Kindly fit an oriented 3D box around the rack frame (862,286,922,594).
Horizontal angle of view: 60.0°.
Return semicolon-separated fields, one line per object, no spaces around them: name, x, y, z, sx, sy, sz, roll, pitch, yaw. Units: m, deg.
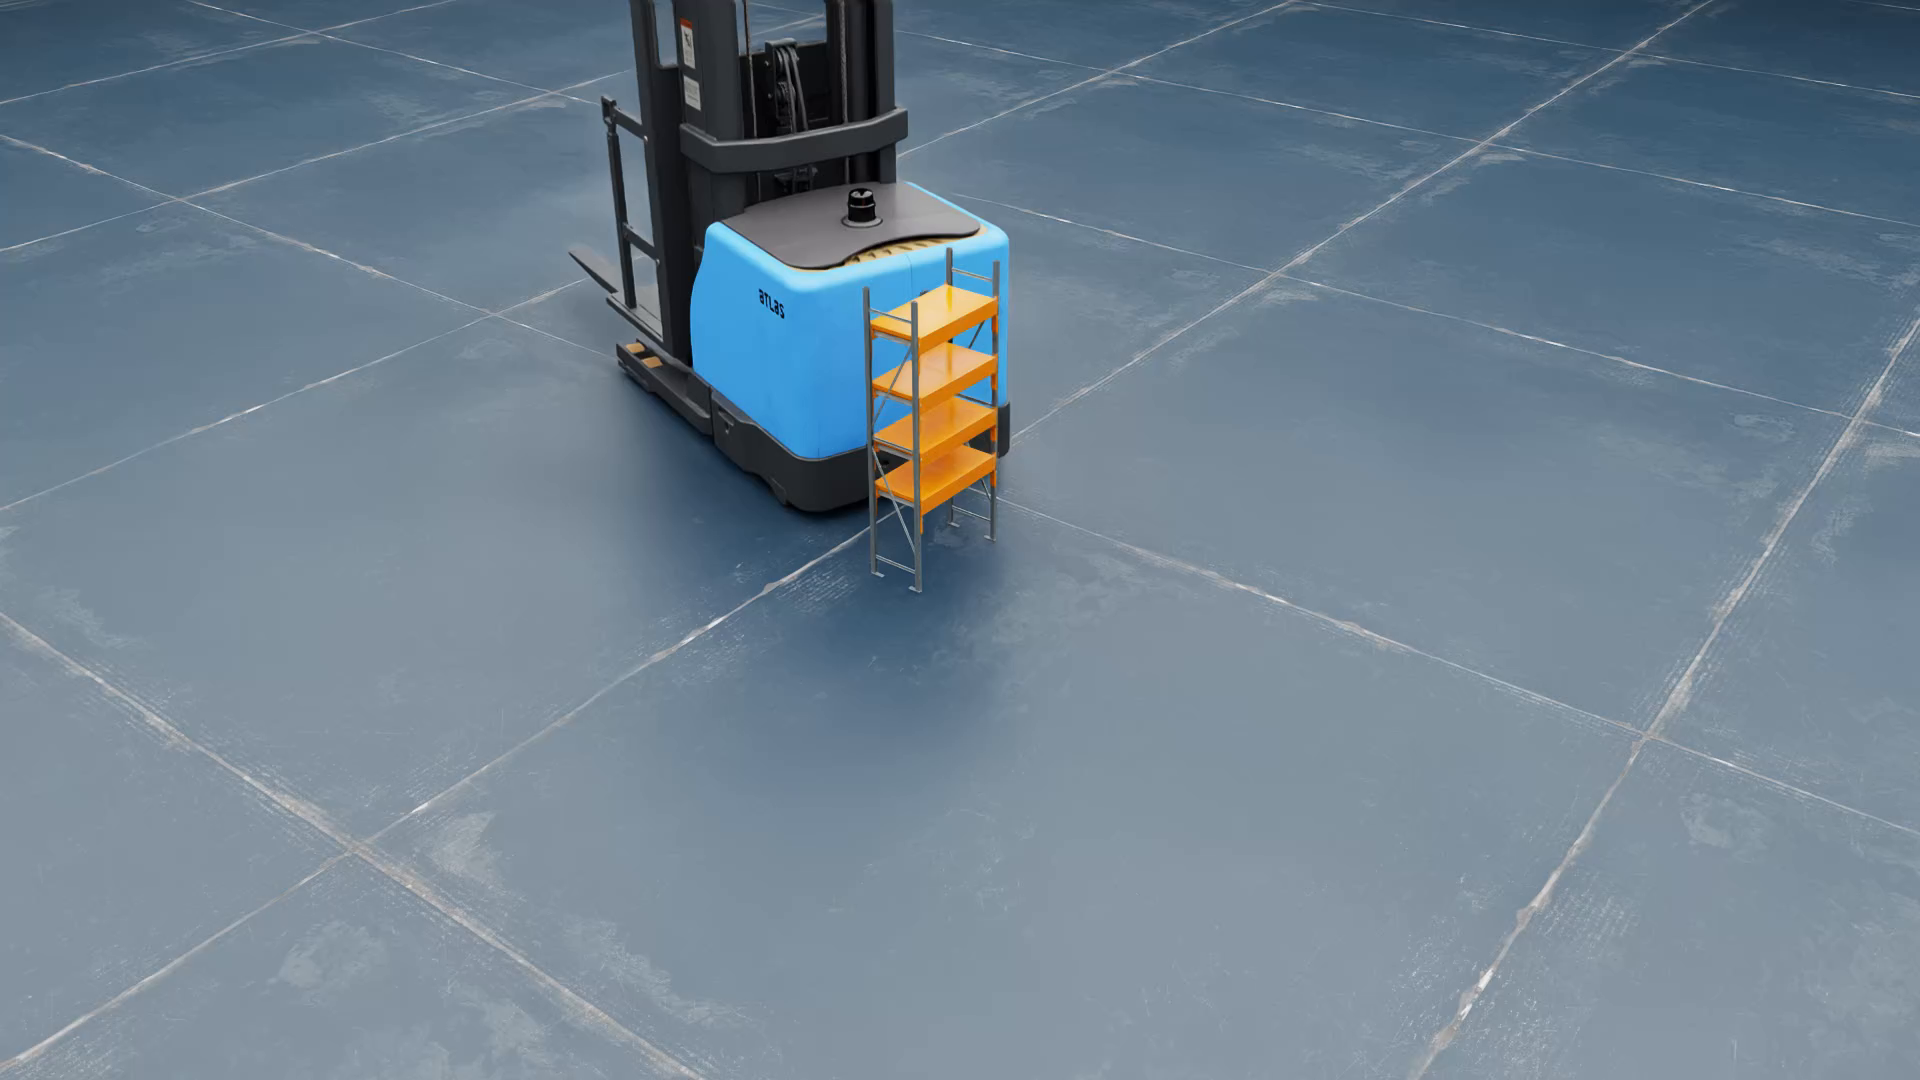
rack frame;-0.247;-0.350;6.163;0.240;1.200;0.015;21;37;31

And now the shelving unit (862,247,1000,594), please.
shelving unit;-0.100;-0.449;6.331;0.258;1.200;0.503;21;37;31

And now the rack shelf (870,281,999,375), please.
rack shelf;-0.100;-0.787;6.130;0.258;0.148;0.480;21;37;31

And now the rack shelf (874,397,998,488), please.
rack shelf;-0.100;-0.391;6.365;0.258;0.148;0.480;21;37;31

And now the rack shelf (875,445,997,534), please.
rack shelf;-0.100;-0.220;6.466;0.258;0.148;0.480;21;37;31

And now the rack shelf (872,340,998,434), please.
rack shelf;-0.100;-0.583;6.251;0.258;0.148;0.480;21;37;31

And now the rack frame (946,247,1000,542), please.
rack frame;0.047;-0.548;6.498;0.240;1.200;0.015;21;37;31

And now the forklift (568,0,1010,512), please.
forklift;-1.007;-2.086;7.395;1.130;2.935;3.031;-18;35;-28
